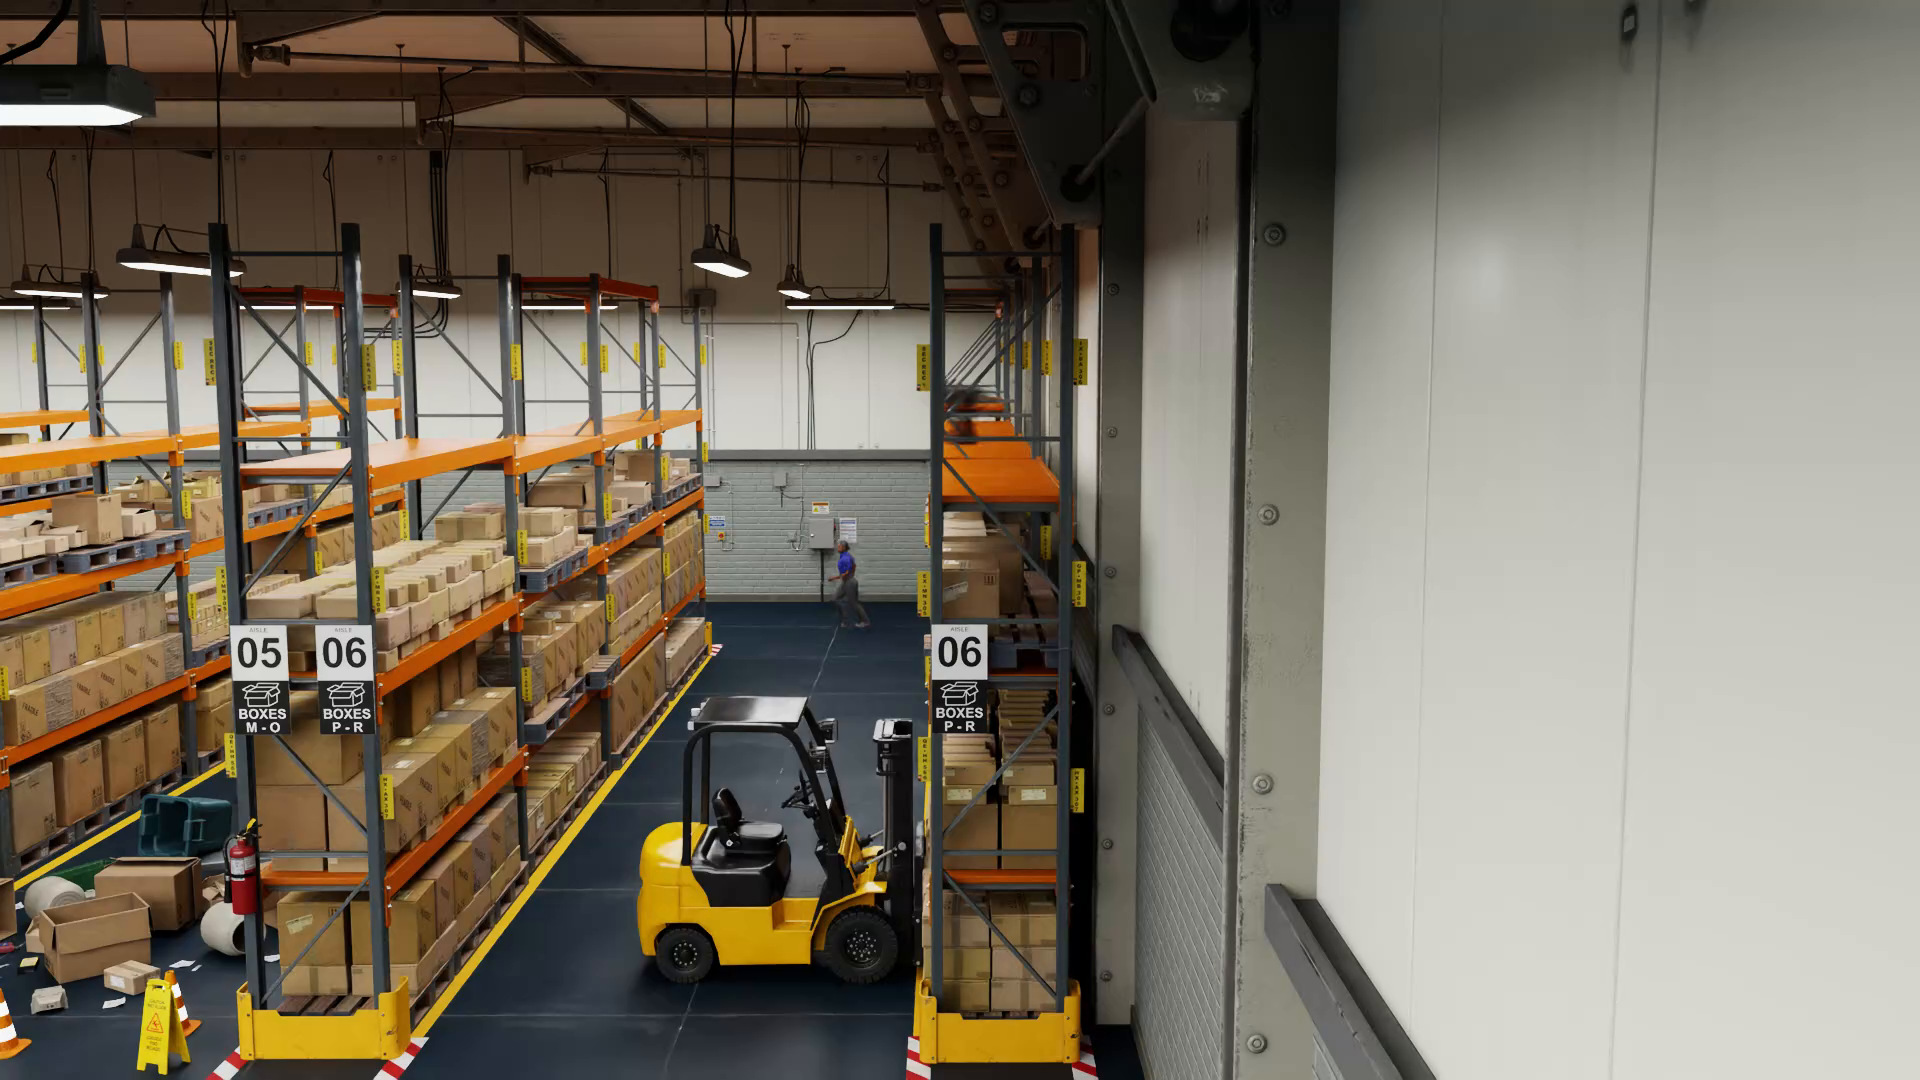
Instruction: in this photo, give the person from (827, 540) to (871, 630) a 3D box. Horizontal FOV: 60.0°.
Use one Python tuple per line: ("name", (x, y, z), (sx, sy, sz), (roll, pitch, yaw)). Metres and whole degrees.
("person", (-2.040, 0.847, 30.309), (0.792, 1.703, 0.490), (-2, 7, -15))
